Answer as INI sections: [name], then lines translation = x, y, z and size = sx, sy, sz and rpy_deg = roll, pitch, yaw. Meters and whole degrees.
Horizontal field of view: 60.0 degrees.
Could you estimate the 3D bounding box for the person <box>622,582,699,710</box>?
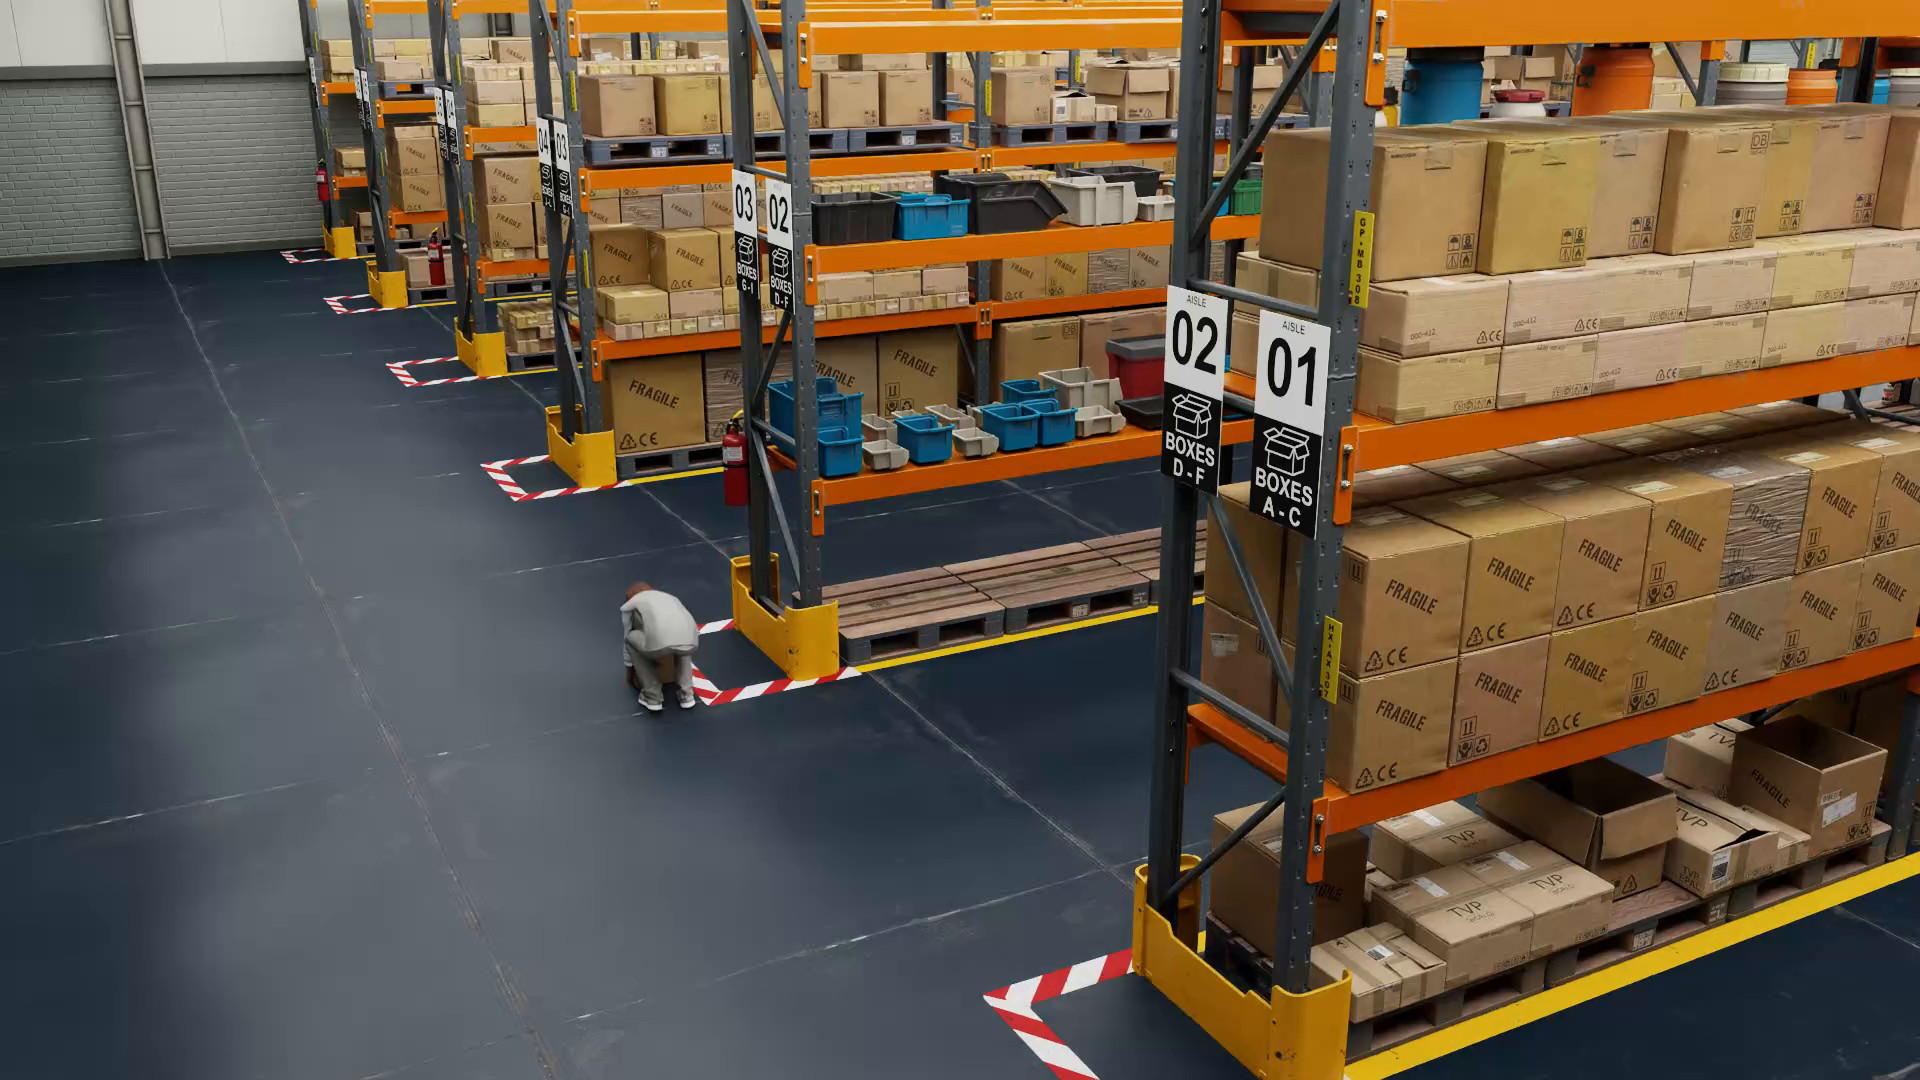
[person]
translation = -1.912, 0.695, 10.587
size = 0.414, 0.692, 0.858
rpy_deg = -8, 20, -22
